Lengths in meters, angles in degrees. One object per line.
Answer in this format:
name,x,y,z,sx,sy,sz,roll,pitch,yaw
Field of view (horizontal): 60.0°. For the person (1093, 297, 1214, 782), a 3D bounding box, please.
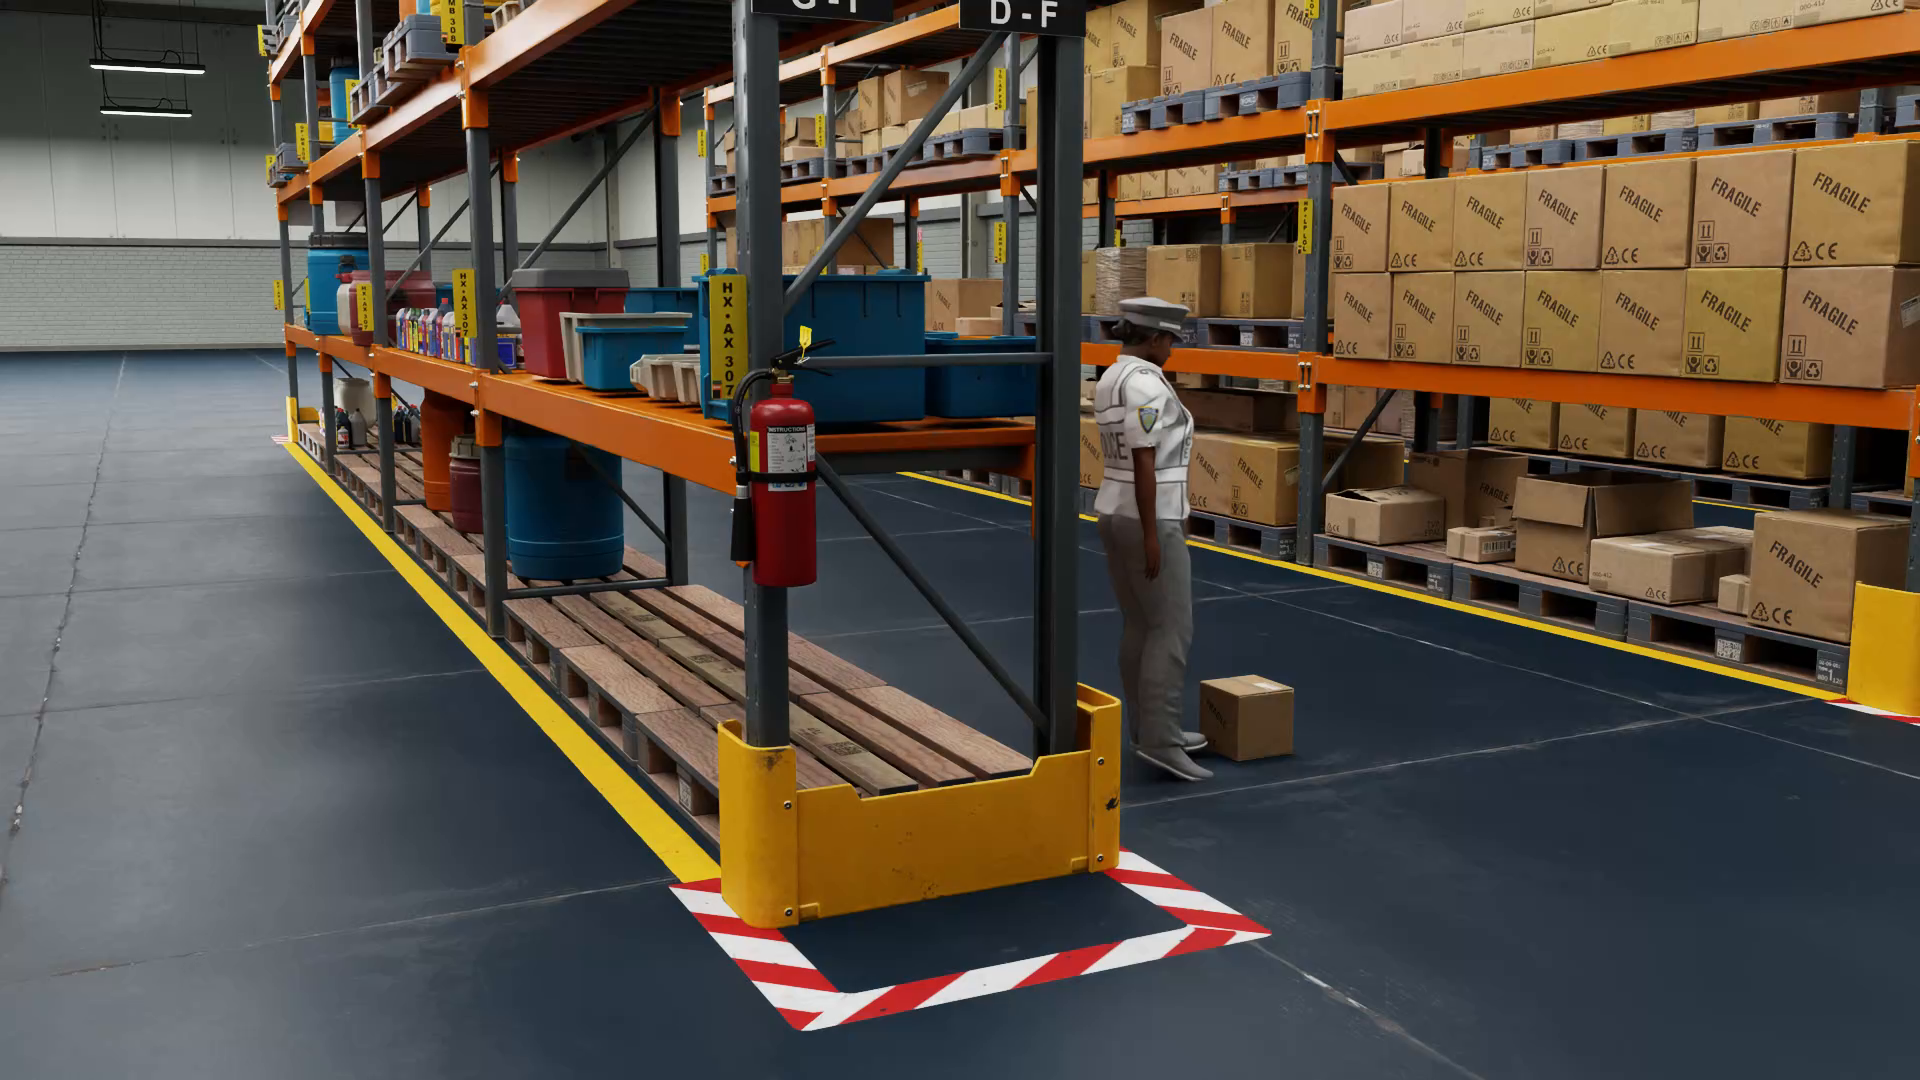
person,0.714,-0.004,5.949,0.443,1.711,0.531,-2,9,-14
